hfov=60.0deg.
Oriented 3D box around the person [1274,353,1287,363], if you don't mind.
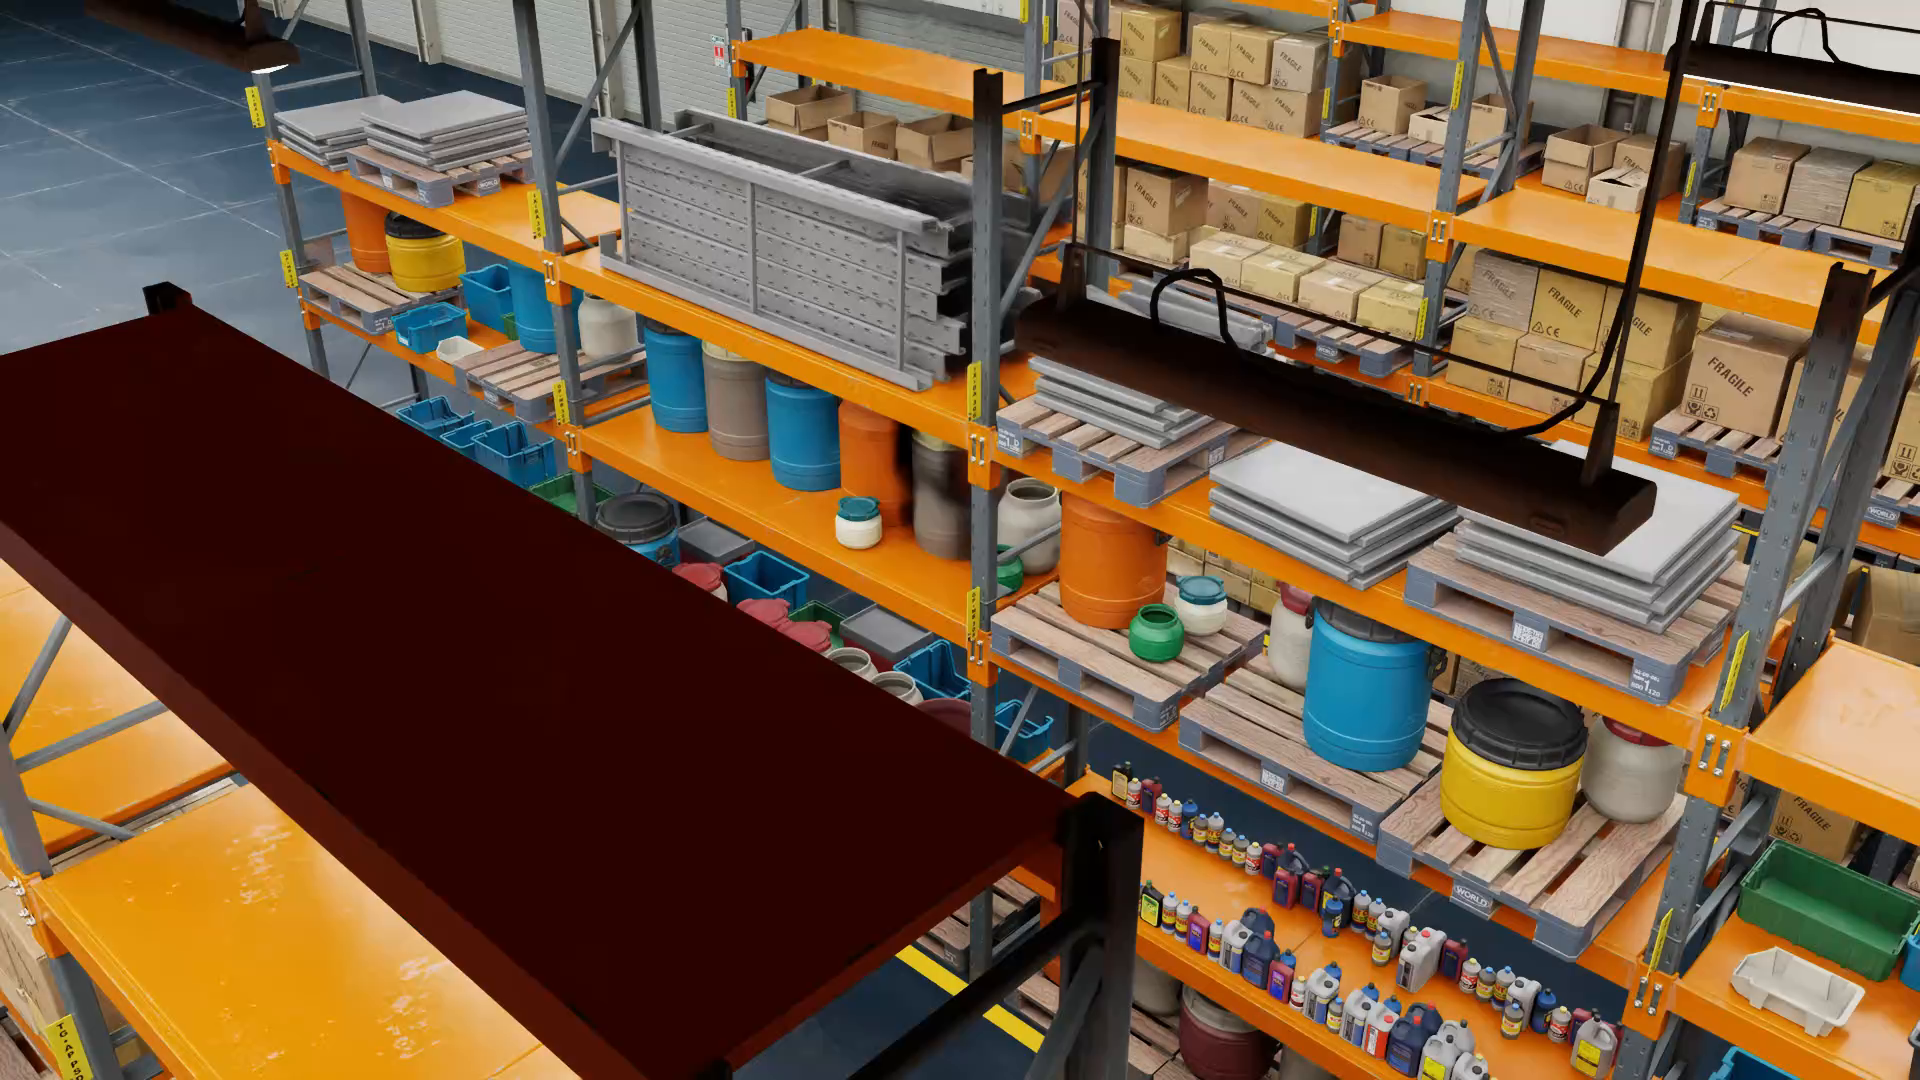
[{"bbox_3d":[3.045,-1.240,16.632,0.839,1.792,0.686,22,36,34],"label":"person"}]
